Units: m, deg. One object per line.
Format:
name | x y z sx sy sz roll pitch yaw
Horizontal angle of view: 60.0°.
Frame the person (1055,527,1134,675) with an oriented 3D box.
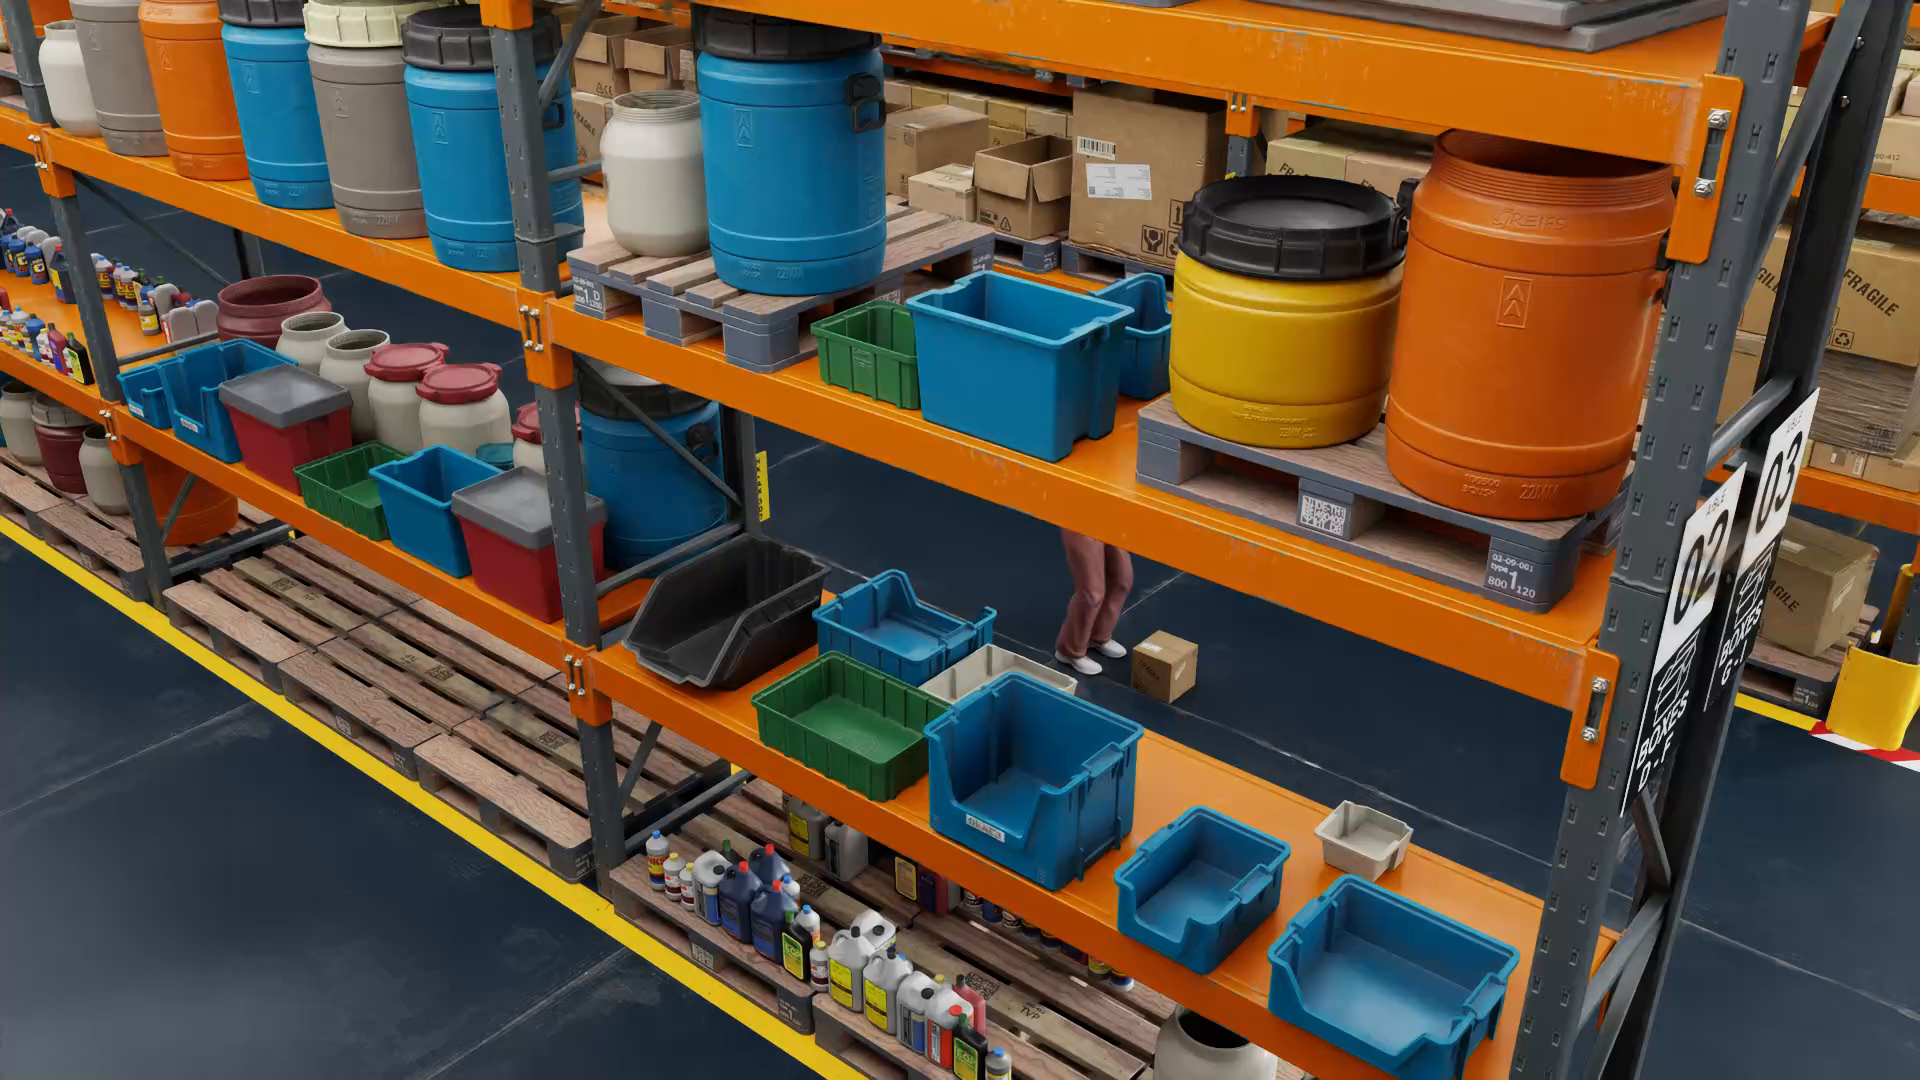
person | 0.743 -0.082 8.830 0.369 1.637 0.467 22 35 36
